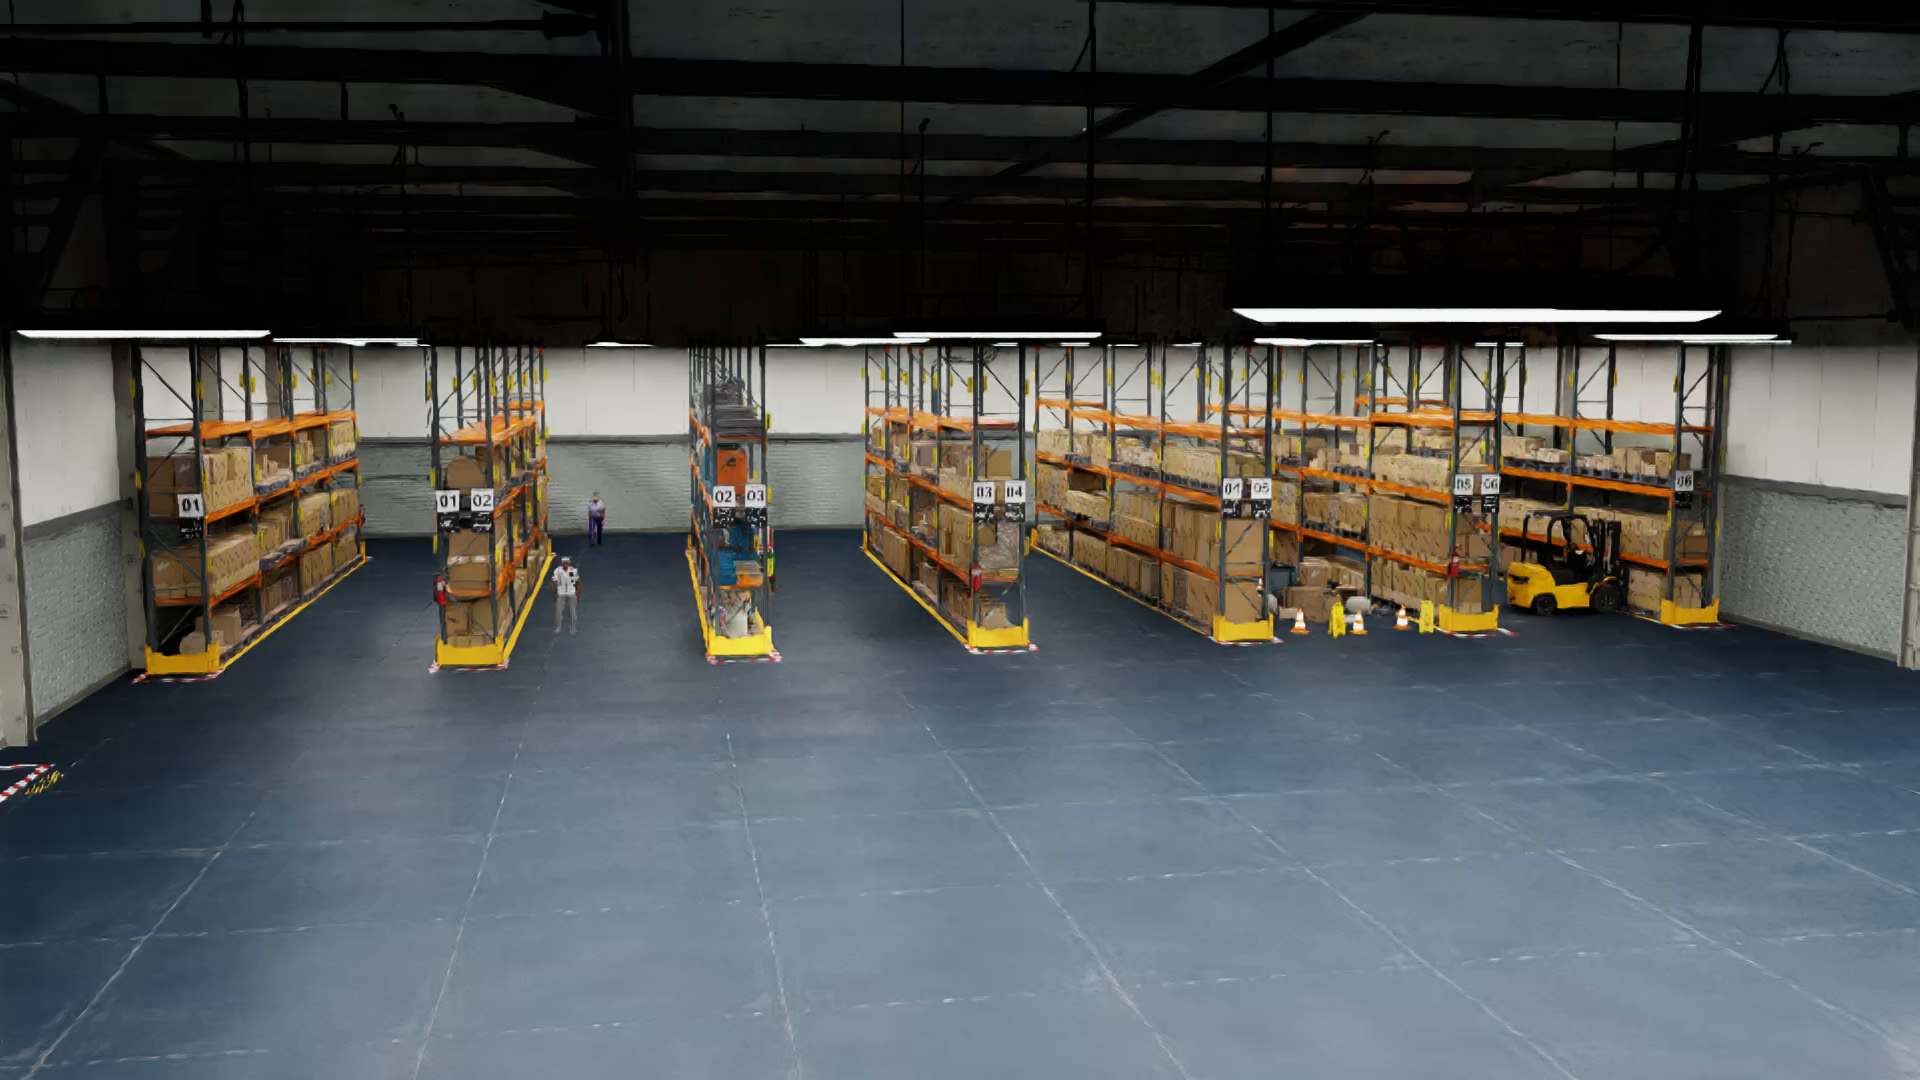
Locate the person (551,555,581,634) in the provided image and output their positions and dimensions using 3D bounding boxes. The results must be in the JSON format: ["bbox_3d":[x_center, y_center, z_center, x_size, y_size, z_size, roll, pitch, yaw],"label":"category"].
[{"bbox_3d":[-7.934,1.089,33.497,0.592,1.629,0.532,-1,7,-12],"label":"person"}]

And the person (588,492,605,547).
[{"bbox_3d":[-10.570,-0.607,48.374,0.478,1.566,1.093,-1,7,-13],"label":"person"}]

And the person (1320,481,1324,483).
[{"bbox_3d":[11.355,-1.024,51.849,0.685,1.631,0.489,-5,8,-37],"label":"person"}]

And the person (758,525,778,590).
[{"bbox_3d":[-4.459,0.261,37.804,0.528,1.721,1.044,-2,7,-19],"label":"person"}]
